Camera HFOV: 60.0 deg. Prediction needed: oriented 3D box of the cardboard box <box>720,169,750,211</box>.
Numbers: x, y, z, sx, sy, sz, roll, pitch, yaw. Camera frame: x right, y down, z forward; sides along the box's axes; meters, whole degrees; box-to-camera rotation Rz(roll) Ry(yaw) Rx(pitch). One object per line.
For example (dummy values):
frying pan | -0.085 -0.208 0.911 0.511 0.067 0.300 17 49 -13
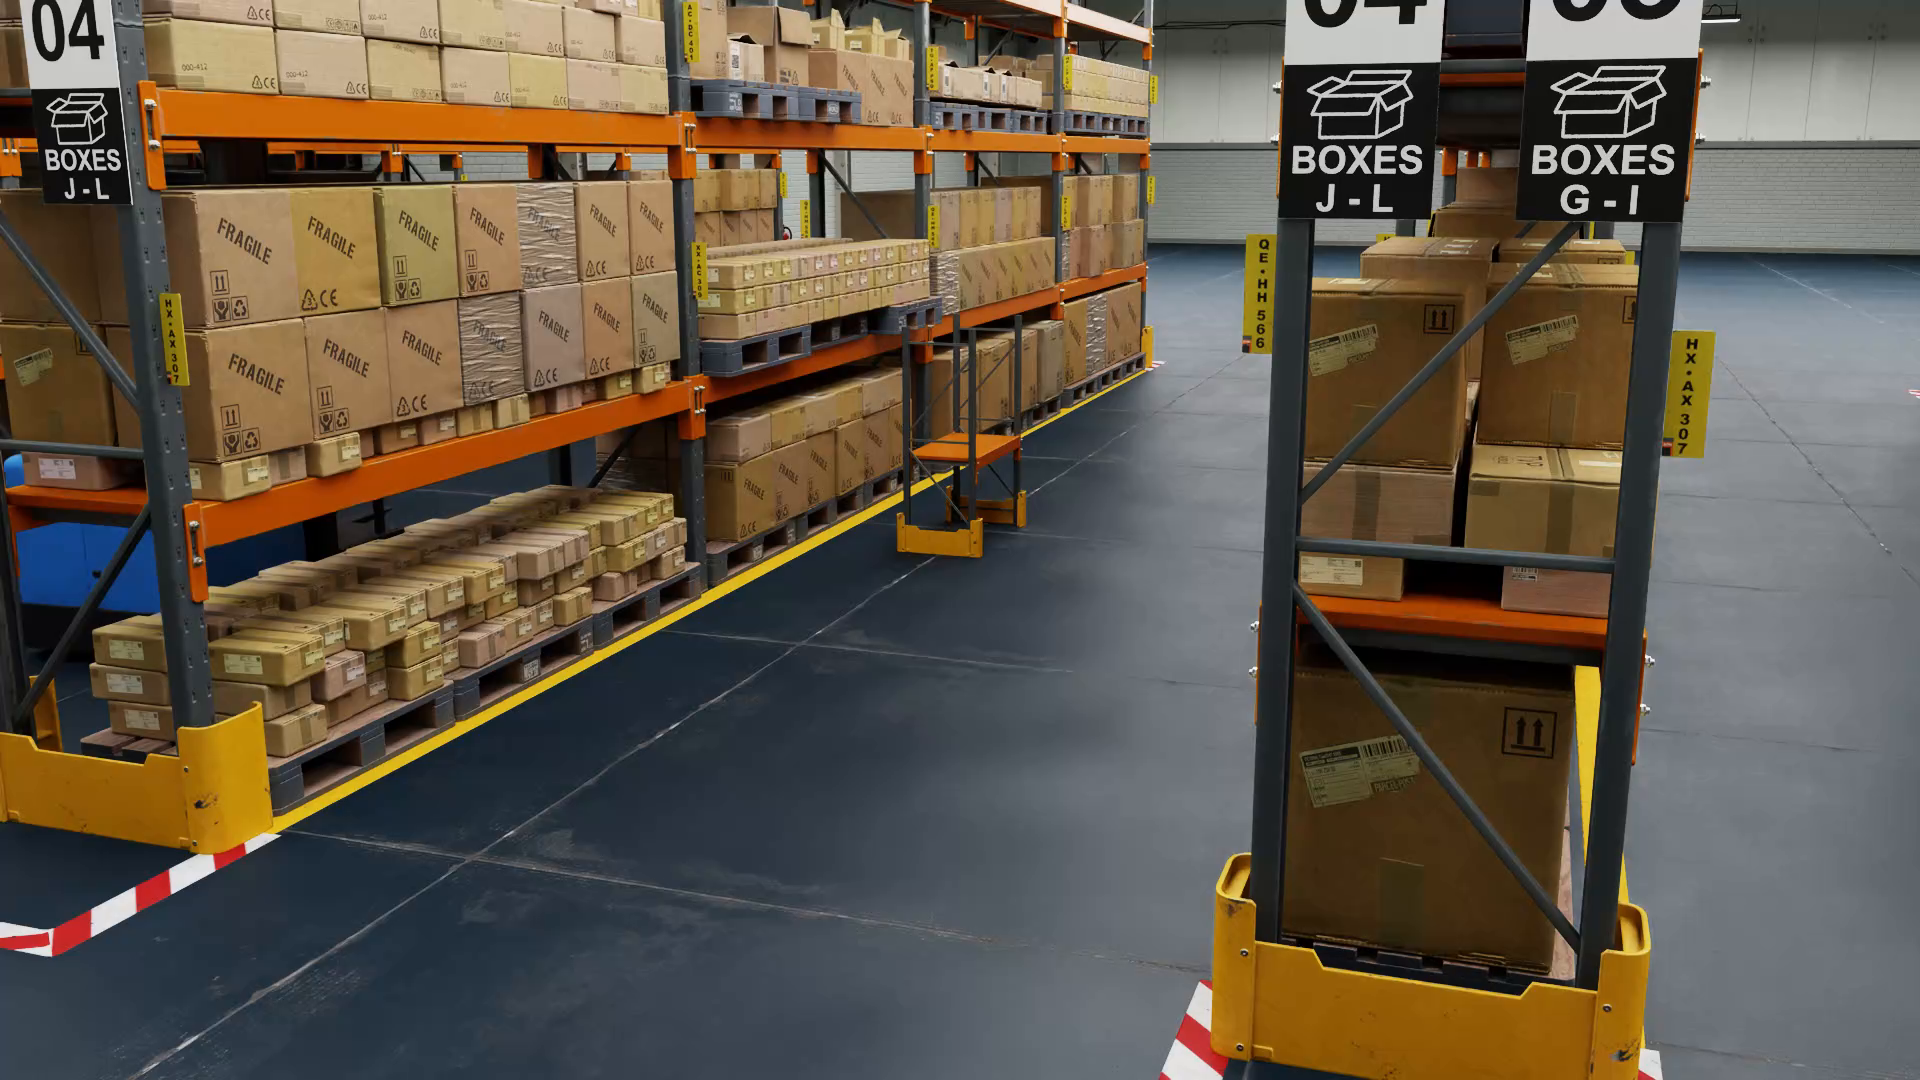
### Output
cardboard box | -3.057 -4.373 20.764 0.700 0.500 0.500 4 14 18

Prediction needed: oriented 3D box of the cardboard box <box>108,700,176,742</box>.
cardboard box | -3.347 0.728 7.021 0.380 0.149 0.250 5 14 19

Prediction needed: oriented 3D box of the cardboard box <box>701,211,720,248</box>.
cardboard box | -3.288 -3.779 20.413 0.500 0.500 0.500 5 14 19

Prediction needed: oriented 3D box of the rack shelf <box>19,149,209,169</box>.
rack shelf | -9.499 -4.240 18.201 1.077 0.370 4.000 4 14 18

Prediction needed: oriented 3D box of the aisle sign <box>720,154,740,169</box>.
aisle sign | -3.133 -5.338 22.293 0.394 0.787 0.004 4 14 18

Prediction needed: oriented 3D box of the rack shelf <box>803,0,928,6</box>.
rack shelf | -1.379 -3.974 11.191 1.077 0.370 4.000 4 14 18

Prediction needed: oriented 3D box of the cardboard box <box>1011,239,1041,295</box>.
cardboard box | 0.483 -2.671 16.226 0.500 0.500 0.500 4 14 18

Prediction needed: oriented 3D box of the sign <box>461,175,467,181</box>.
sign | -7.049 -5.030 23.650 0.100 0.325 0.005 4 14 18

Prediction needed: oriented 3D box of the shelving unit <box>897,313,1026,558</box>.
shelving unit | 0.025 -0.747 11.391 0.587 1.500 1.083 4 14 18

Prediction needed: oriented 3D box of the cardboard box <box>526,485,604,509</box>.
cardboard box | -2.333 -0.221 9.841 0.380 0.149 0.250 5 14 21

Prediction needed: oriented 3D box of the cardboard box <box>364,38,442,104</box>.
cardboard box | -2.604 -2.017 7.179 0.500 0.250 0.500 4 13 17

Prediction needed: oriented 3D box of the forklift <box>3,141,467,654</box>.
forklift | -4.053 -1.095 9.697 1.130 2.935 3.031 4 13 15

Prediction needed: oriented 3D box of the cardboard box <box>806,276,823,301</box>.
cardboard box | -1.129 -1.672 11.023 0.380 0.149 0.250 5 14 21

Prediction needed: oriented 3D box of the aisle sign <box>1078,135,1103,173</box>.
aisle sign | 1.596 -5.004 20.830 0.394 0.787 0.004 4 14 18

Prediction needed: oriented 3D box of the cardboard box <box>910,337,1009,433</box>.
cardboard box | -0.170 -1.430 15.124 1.050 0.750 0.750 5 14 19

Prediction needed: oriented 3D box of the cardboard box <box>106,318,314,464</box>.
cardboard box | -2.913 -0.600 6.482 0.500 0.500 0.500 5 14 21

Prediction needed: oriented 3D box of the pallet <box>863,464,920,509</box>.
pallet | -0.986 -0.492 13.169 1.003 0.211 1.213 4 14 18

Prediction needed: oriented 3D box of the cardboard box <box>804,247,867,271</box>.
cardboard box | -0.877 -1.980 11.705 0.380 0.149 0.250 5 14 21

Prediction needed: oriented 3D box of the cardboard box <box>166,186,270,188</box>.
cardboard box | -3.243 -1.234 7.012 0.500 0.500 0.500 4 13 16

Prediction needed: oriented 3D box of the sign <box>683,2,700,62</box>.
sign | -1.510 -2.851 9.334 0.100 0.325 0.005 4 14 18

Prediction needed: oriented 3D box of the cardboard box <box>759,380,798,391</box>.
cardboard box | -1.520 -1.030 12.247 0.500 0.250 0.500 4 14 19

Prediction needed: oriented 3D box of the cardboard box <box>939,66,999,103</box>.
cardboard box | 0.039 -4.038 14.732 0.500 0.311 0.500 4 13 17

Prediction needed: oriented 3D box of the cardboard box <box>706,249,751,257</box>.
cardboard box | -1.658 -1.919 11.438 0.380 0.149 0.250 4 13 16

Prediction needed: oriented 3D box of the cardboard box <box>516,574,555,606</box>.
cardboard box | -2.317 0.227 8.547 0.380 0.149 0.250 4 13 16

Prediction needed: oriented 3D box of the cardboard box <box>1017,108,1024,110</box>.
cardboard box | 0.459 -4.604 17.575 0.380 0.149 0.250 5 14 19

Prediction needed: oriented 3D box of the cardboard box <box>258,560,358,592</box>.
cardboard box | -3.111 0.211 7.949 0.380 0.149 0.250 5 14 20

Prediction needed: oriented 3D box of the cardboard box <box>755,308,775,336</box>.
cardboard box | -1.379 -1.365 10.346 0.380 0.149 0.250 5 14 19

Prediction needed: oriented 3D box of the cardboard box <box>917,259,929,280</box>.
cardboard box | -0.461 -2.106 12.928 0.380 0.149 0.250 5 14 20

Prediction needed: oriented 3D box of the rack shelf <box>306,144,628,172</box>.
rack shelf | -4.801 -3.884 16.639 1.077 0.370 4.000 4 14 18

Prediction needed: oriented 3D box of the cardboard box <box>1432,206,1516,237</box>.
cardboard box | 3.066 -1.612 9.330 0.797 0.503 0.637 5 14 19

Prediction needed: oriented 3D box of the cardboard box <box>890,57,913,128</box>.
cardboard box | -0.676 -3.388 12.627 0.500 0.500 0.500 4 14 18

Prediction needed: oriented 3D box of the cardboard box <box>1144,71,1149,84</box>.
cardboard box | 2.069 -5.587 20.089 0.380 0.149 0.250 4 14 19

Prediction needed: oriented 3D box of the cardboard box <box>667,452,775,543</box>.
cardboard box | -1.536 -0.296 10.719 0.500 0.500 0.500 5 14 21

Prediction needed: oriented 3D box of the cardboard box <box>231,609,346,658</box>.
cardboard box | -2.854 0.411 7.072 0.380 0.149 0.250 5 14 19

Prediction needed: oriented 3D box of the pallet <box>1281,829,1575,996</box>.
pallet | 1.525 1.232 5.614 1.003 0.211 1.213 4 14 18

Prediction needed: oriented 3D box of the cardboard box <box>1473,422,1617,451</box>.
cardboard box | 1.913 -0.217 5.364 0.500 0.250 0.500 4 14 18

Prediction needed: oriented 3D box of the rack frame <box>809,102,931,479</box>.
rack frame | -0.732 -2.016 13.579 1.000 3.000 0.127 4 14 18

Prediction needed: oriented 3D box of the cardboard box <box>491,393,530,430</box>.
cardboard box | -2.335 -0.640 8.115 0.380 0.149 0.250 5 14 20

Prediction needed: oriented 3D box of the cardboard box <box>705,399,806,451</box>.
cardboard box | -1.367 -0.774 11.127 0.500 0.250 0.500 5 14 20

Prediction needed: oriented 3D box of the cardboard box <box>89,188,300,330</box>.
cardboard box | -2.924 -1.088 6.374 0.500 0.500 0.500 4 14 18

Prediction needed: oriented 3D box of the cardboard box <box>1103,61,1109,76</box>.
cardboard box | 1.412 -5.160 18.220 0.380 0.149 0.250 4 14 18

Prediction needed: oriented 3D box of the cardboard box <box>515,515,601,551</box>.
cardboard box | -2.171 -0.026 8.988 0.380 0.149 0.250 5 14 20

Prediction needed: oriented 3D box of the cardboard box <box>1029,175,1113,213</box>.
cardboard box | 1.300 -3.994 19.482 0.875 0.550 0.550 4 14 18

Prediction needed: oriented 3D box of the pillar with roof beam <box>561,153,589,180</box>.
pillar with roof beam | -2.621 -8.188 27.141 9.100 9.000 0.400 4 14 18

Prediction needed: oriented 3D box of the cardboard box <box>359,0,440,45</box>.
cardboard box | -2.590 -2.254 7.094 0.500 0.250 0.500 5 14 19

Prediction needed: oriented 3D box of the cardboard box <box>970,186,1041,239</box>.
cardboard box | 0.407 -3.289 16.687 0.700 0.500 0.500 4 13 17

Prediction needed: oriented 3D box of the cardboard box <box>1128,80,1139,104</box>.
cardboard box | 1.800 -5.260 19.550 0.500 0.250 0.500 4 14 19

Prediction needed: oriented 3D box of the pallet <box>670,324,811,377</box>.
pallet | -1.641 -1.231 10.570 1.003 0.211 1.213 4 14 18

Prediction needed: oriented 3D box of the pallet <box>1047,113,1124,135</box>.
pallet | 1.234 -4.705 18.818 1.003 0.211 1.213 4 14 18

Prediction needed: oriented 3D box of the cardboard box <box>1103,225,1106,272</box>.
cardboard box | 1.190 -3.351 19.092 0.875 0.550 0.500 4 14 18

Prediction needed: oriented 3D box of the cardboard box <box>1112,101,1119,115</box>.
cardboard box | 1.576 -4.878 18.775 0.380 0.149 0.250 5 14 19

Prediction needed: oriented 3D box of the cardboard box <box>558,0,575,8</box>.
cardboard box | -2.180 -2.758 8.406 0.380 0.149 0.250 5 14 20

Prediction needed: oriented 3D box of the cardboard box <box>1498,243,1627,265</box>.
cardboard box | 2.573 -1.012 7.162 0.500 0.500 0.500 4 14 19

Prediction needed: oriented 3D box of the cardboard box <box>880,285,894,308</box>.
cardboard box | -0.705 -1.803 12.266 0.380 0.149 0.250 4 14 18

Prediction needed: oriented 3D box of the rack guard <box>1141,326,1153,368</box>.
rack guard | 1.864 -2.487 21.259 1.175 0.500 0.348 4 14 18

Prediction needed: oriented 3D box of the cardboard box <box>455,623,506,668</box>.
cardboard box | -2.425 0.500 8.020 0.380 0.149 0.250 4 13 16
